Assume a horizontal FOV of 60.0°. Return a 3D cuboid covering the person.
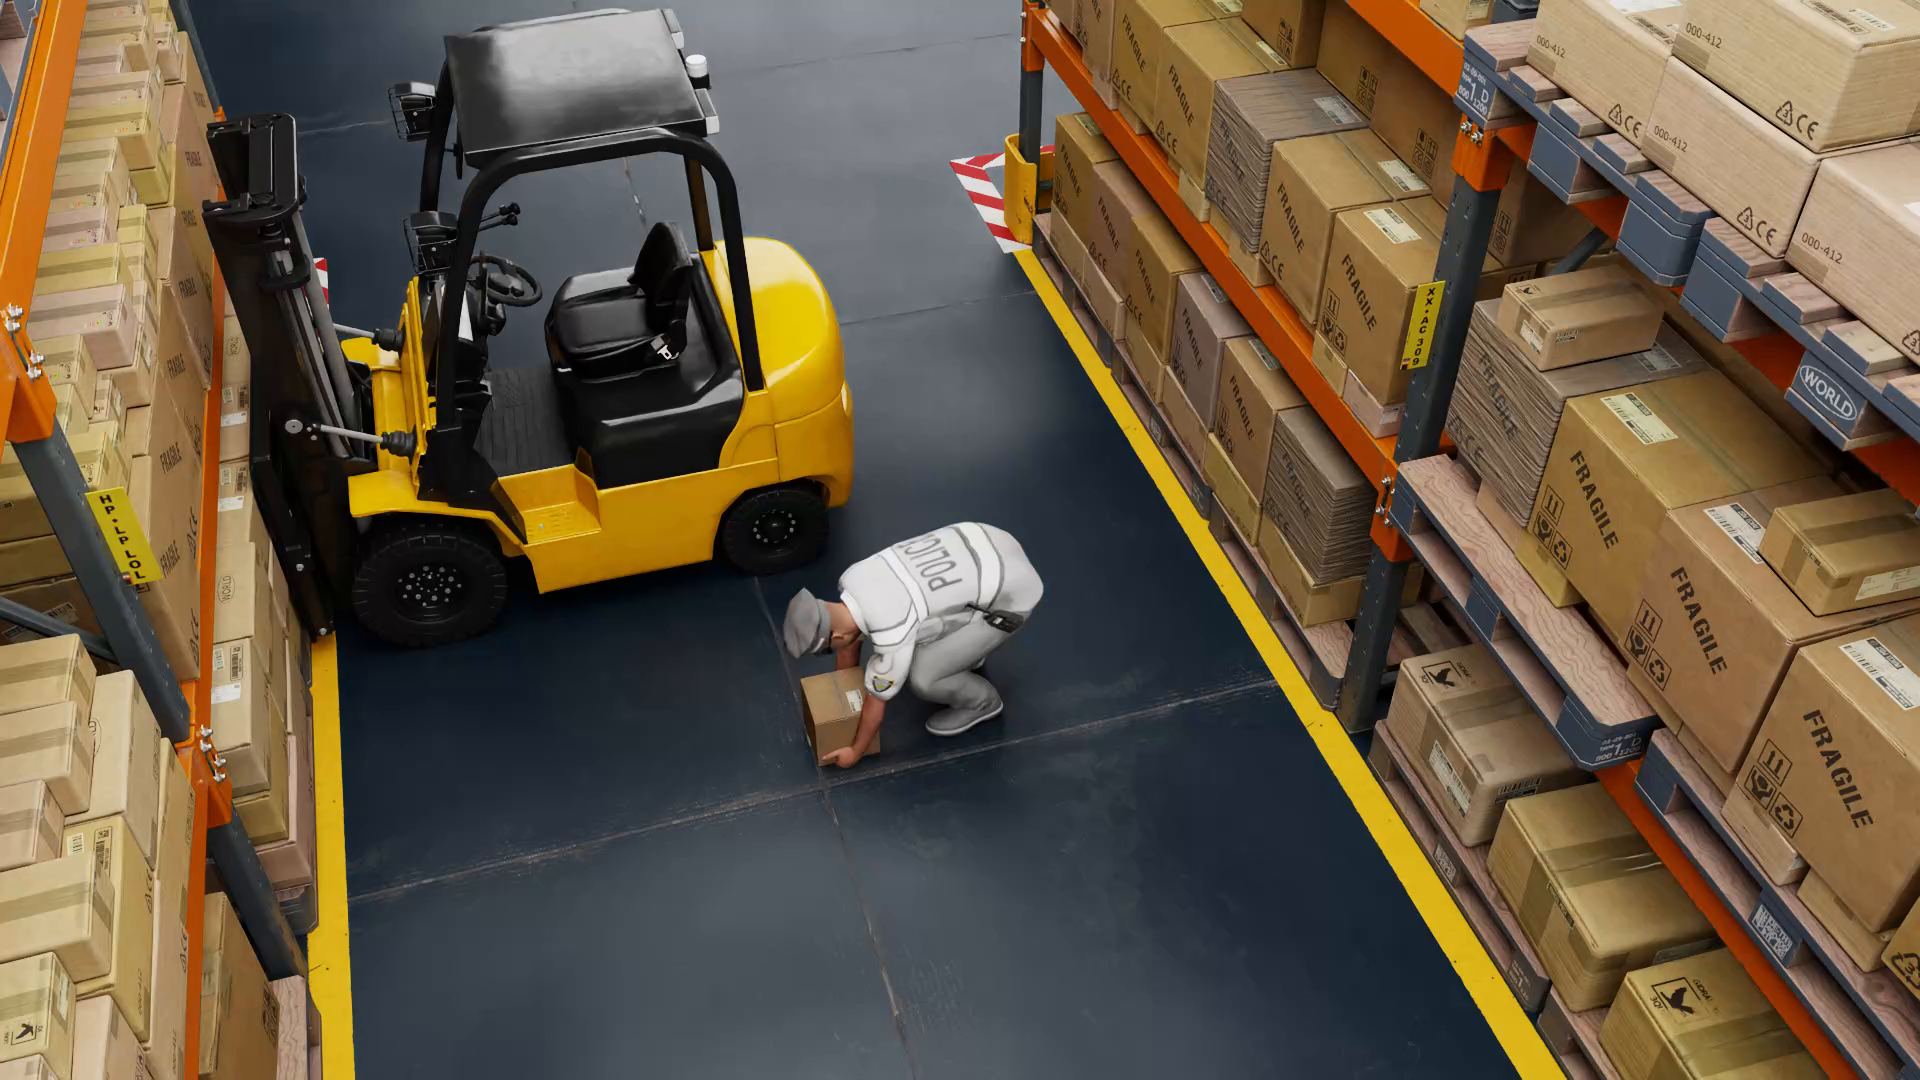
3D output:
[{"bbox_3d":[-0.187,0.342,6.422,1.024,0.913,0.552,-14,44,-15],"label":"person"}]
